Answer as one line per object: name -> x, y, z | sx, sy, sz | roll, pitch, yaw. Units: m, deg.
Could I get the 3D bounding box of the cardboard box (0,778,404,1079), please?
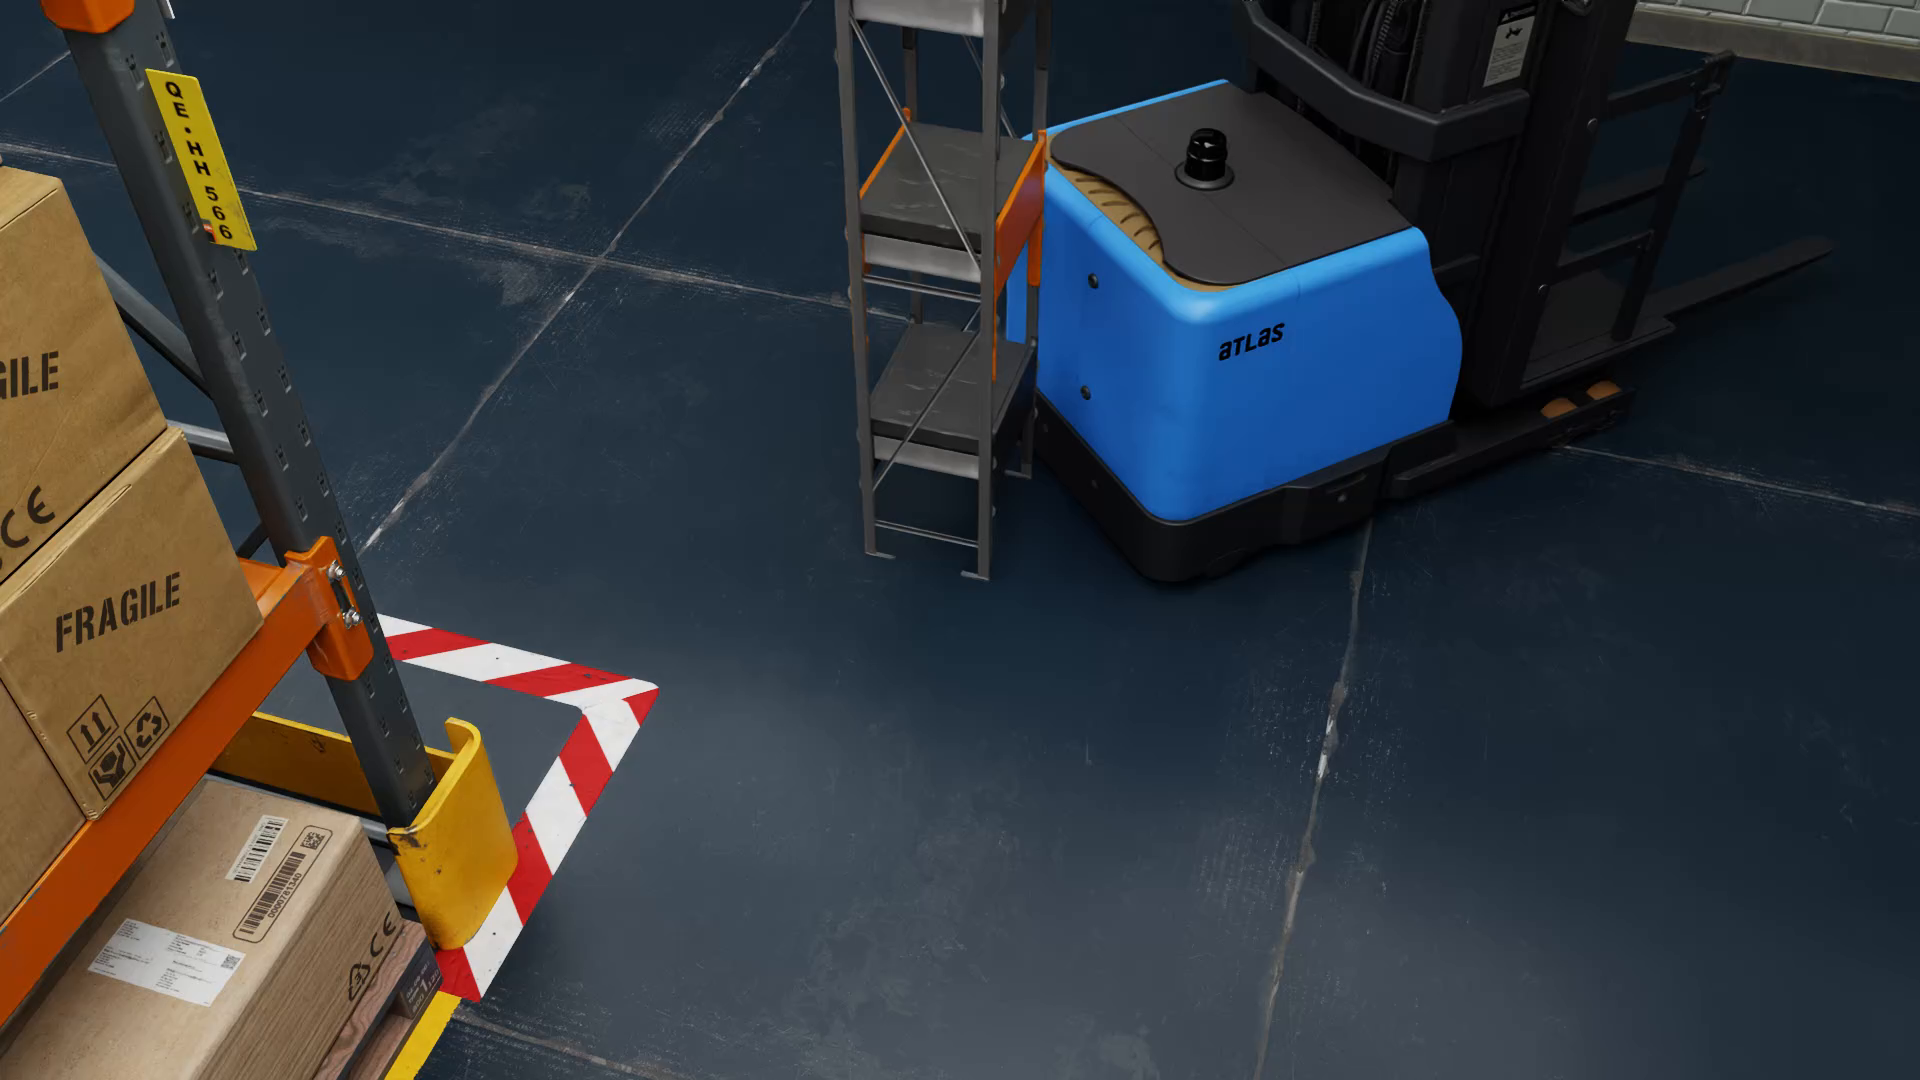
cardboard box -> -1.869, 0.980, 3.636 | 0.875, 0.438, 0.875 | 11, 45, 11

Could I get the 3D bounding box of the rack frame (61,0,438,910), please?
rack frame -> -1.764, -0.247, 3.358 | 1.000, 3.000, 0.127 | 13, 46, 13

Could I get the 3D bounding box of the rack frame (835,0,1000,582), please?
rack frame -> -0.102, -0.666, 4.429 | 0.400, 2.100, 0.015 | 12, 46, 12

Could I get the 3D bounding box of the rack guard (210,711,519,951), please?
rack guard -> -1.757, 0.630, 4.249 | 1.175, 0.500, 0.348 | 13, 46, 13

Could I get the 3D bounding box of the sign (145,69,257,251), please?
sign -> -1.251, -0.622, 2.743 | 0.100, 0.325, 0.005 | 13, 46, 13

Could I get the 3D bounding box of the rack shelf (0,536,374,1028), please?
rack shelf -> -2.370, 1.343, 2.247 | 1.077, 0.370, 4.000 | 13, 46, 13

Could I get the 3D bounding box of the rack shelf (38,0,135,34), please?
rack shelf -> -2.370, 0.271, 1.198 | 1.077, 0.370, 4.000 | 13, 46, 13

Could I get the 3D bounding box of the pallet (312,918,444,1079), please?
pallet -> -1.932, 1.299, 3.772 | 1.003, 0.211, 1.213 | 13, 46, 13

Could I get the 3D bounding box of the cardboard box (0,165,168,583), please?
cardboard box -> -1.683, -0.269, 2.593 | 0.500, 0.500, 0.500 | 14, 46, 14

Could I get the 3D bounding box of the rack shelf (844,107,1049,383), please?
rack shelf -> -0.030, -0.819, 4.605 | 0.431, 0.518, 0.480 | 12, 46, 12

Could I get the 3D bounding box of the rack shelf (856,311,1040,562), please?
rack shelf -> -0.030, -0.319, 5.095 | 0.431, 0.518, 0.480 | 12, 46, 12

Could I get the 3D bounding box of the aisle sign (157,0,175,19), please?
aisle sign -> -1.447, -1.159, 2.431 | 0.394, 0.787, 0.004 | 13, 46, 13

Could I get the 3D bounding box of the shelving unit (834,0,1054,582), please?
shelving unit -> -0.030, -0.829, 4.596 | 0.431, 2.100, 0.503 | 12, 46, 12

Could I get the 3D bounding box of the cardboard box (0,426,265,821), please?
cardboard box -> -1.658, 0.095, 2.937 | 0.500, 0.500, 0.500 | 13, 46, 13

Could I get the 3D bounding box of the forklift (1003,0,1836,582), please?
forklift -> 1.681, -1.663, 4.854 | 3.031, 2.935, 1.130 | -20, 48, -20

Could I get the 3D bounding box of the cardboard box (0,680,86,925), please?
cardboard box -> -1.824, 0.426, 2.599 | 0.500, 0.500, 0.500 | 12, 46, 12

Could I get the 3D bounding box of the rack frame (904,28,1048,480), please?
rack frame -> 0.042, -0.992, 4.762 | 0.400, 2.100, 0.015 | 12, 46, 12

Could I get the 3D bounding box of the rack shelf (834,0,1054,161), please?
rack shelf -> -0.030, -1.320, 4.116 | 0.431, 0.518, 0.480 | 12, 46, 12

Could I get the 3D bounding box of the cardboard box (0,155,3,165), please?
cardboard box -> -1.682, -0.591, 2.459 | 0.380, 0.149, 0.250 | 13, 46, 13
